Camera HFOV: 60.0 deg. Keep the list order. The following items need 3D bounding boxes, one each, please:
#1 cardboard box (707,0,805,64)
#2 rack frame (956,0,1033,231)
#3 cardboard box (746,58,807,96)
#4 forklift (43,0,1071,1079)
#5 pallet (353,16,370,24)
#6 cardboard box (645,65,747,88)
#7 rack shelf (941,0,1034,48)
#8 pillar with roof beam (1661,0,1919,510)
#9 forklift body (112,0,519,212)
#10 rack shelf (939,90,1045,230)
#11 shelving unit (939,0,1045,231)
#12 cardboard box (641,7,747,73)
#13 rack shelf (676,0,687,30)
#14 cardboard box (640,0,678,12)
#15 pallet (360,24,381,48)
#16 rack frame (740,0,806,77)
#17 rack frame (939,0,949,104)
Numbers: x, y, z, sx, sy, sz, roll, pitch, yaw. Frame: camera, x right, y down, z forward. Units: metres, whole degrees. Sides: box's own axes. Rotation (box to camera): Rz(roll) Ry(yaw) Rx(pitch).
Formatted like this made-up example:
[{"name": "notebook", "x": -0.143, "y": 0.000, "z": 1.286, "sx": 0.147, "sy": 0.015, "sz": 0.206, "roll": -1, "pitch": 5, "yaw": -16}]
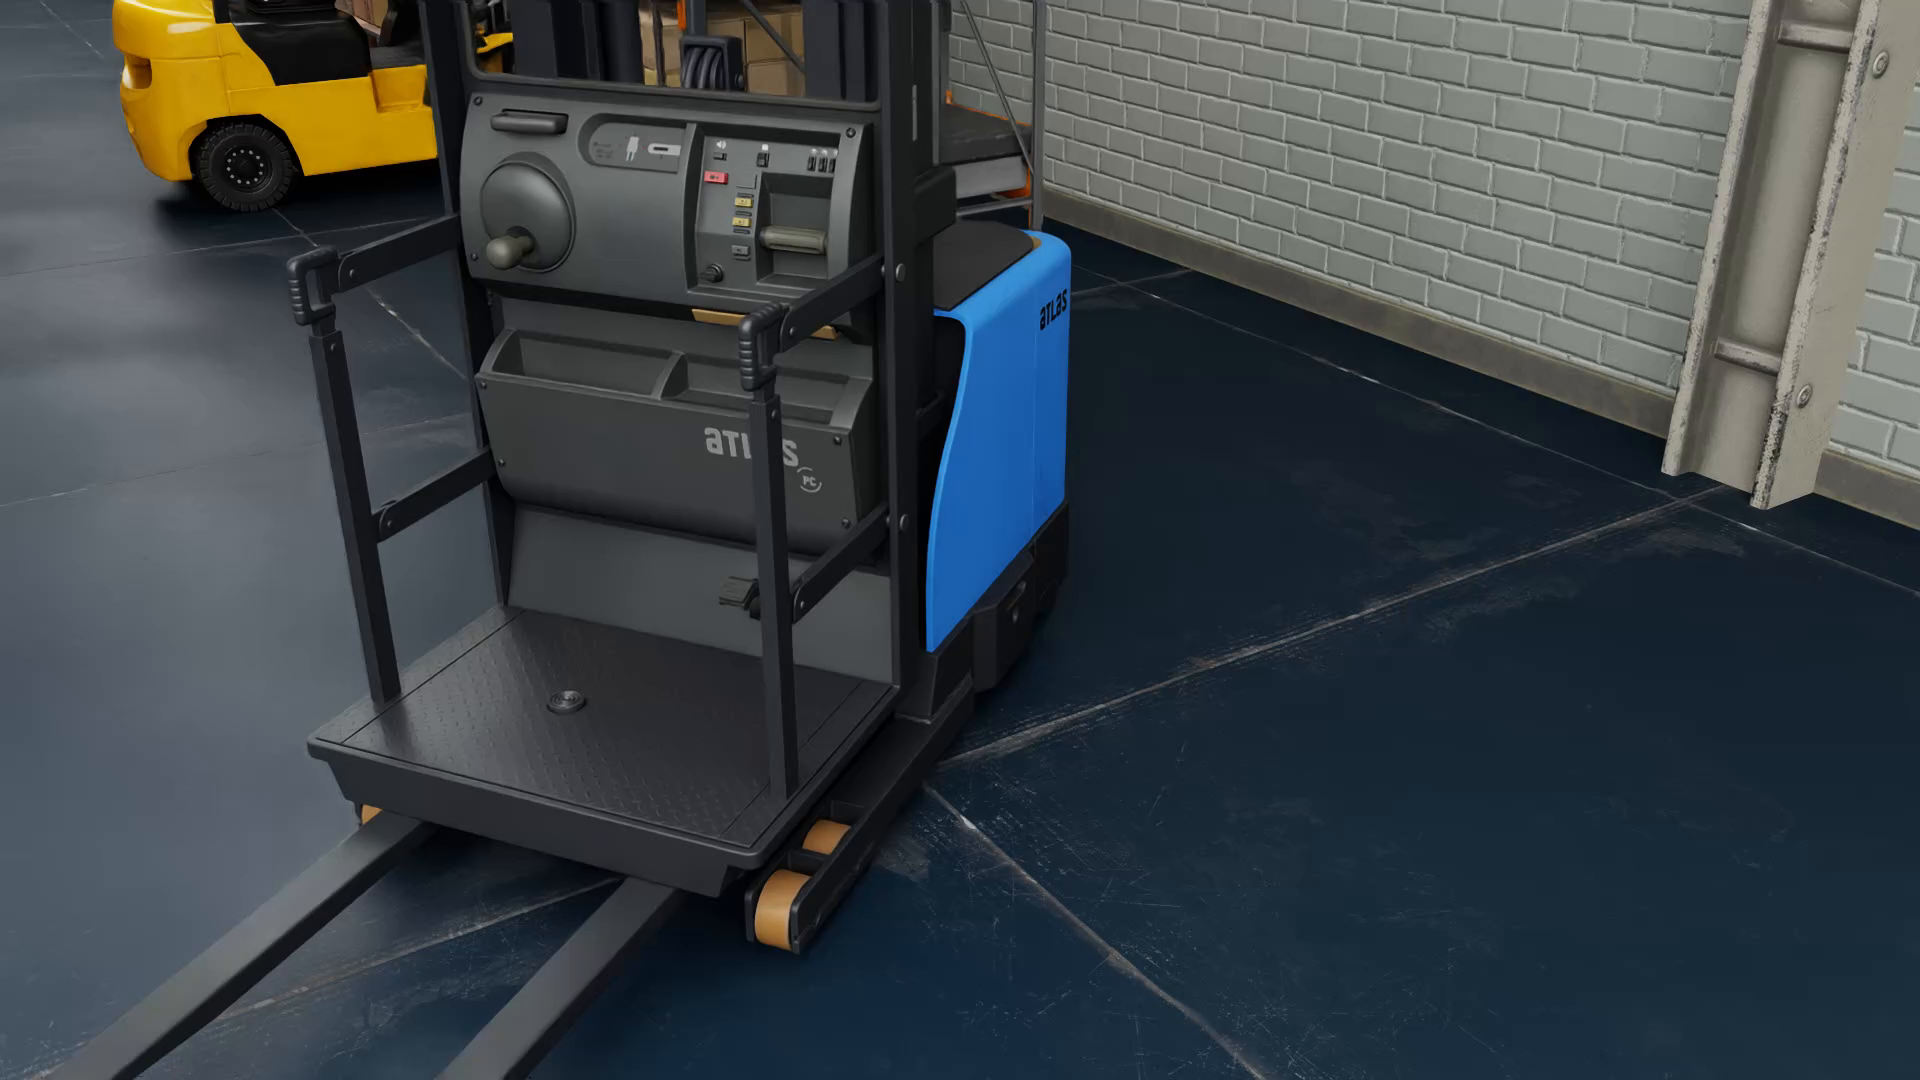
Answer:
[{"name": "cardboard box", "x": -1.095, "y": -2.863, "z": 9.358, "sx": 0.500, "sy": 0.250, "sz": 0.500, "roll": -16, "pitch": 30, "yaw": -30}, {"name": "rack frame", "x": 0.076, "y": -0.960, "z": 4.825, "sx": 0.380, "sy": 1.831, "sz": 0.006, "roll": -16, "pitch": 30, "yaw": -31}, {"name": "cardboard box", "x": -1.074, "y": -2.637, "z": 9.466, "sx": 0.500, "sy": 0.250, "sz": 0.500, "roll": -15, "pitch": 29, "yaw": -29}, {"name": "forklift", "x": -0.638, "y": -0.753, "z": 3.412, "sx": 1.130, "sy": 2.935, "sz": 3.409, "roll": 10, "pitch": 27, "yaw": 20}, {"name": "pallet", "x": -4.941, "y": -4.545, "z": 14.630, "sx": 1.003, "sy": 0.211, "sz": 1.213, "roll": -16, "pitch": 29, "yaw": -30}, {"name": "cardboard box", "x": -1.519, "y": -2.522, "z": 9.222, "sx": 0.500, "sy": 0.250, "sz": 0.500, "roll": -16, "pitch": 30, "yaw": -30}, {"name": "rack shelf", "x": -0.064, "y": -1.667, "z": 4.713, "sx": 0.431, "sy": 0.518, "sz": 0.480, "roll": -16, "pitch": 30, "yaw": -31}, {"name": "pillar with roof beam", "x": -0.947, "y": -3.271, "z": 1.637, "sx": 9.100, "sy": 9.000, "sz": 0.400, "roll": -16, "pitch": 29, "yaw": -30}, {"name": "forklift body", "x": -3.555, "y": -3.117, "z": 9.334, "sx": 2.313, "sy": 2.155, "sz": 1.214, "roll": -16, "pitch": 29, "yaw": -30}, {"name": "rack shelf", "x": -0.064, "y": -1.033, "z": 5.012, "sx": 0.431, "sy": 0.518, "sz": 0.480, "roll": -16, "pitch": 30, "yaw": -31}, {"name": "shelving unit", "x": -0.065, "y": -1.047, "z": 5.007, "sx": 0.431, "sy": 2.100, "sz": 0.499, "roll": -16, "pitch": 30, "yaw": -31}, {"name": "cardboard box", "x": -1.504, "y": -2.739, "z": 9.095, "sx": 0.500, "sy": 0.250, "sz": 0.500, "roll": -14, "pitch": 29, "yaw": -28}, {"name": "rack shelf", "x": -2.083, "y": -3.638, "z": 10.285, "sx": 1.077, "sy": 0.370, "sz": 4.000, "roll": -16, "pitch": 29, "yaw": -30}, {"name": "cardboard box", "x": -1.787, "y": -2.920, "z": 9.479, "sx": 0.500, "sy": 0.250, "sz": 0.500, "roll": -15, "pitch": 29, "yaw": -29}, {"name": "pallet", "x": -4.280, "y": -4.109, "z": 13.707, "sx": 1.003, "sy": 0.211, "sz": 1.213, "roll": -16, "pitch": 29, "yaw": -30}, {"name": "rack frame", "x": -0.994, "y": -3.247, "z": 8.615, "sx": 0.949, "sy": 2.616, "sz": 0.053, "roll": -16, "pitch": 29, "yaw": -30}, {"name": "rack frame", "x": -0.202, "y": -1.132, "z": 5.188, "sx": 0.400, "sy": 2.100, "sz": 0.015, "roll": -16, "pitch": 30, "yaw": -31}]
